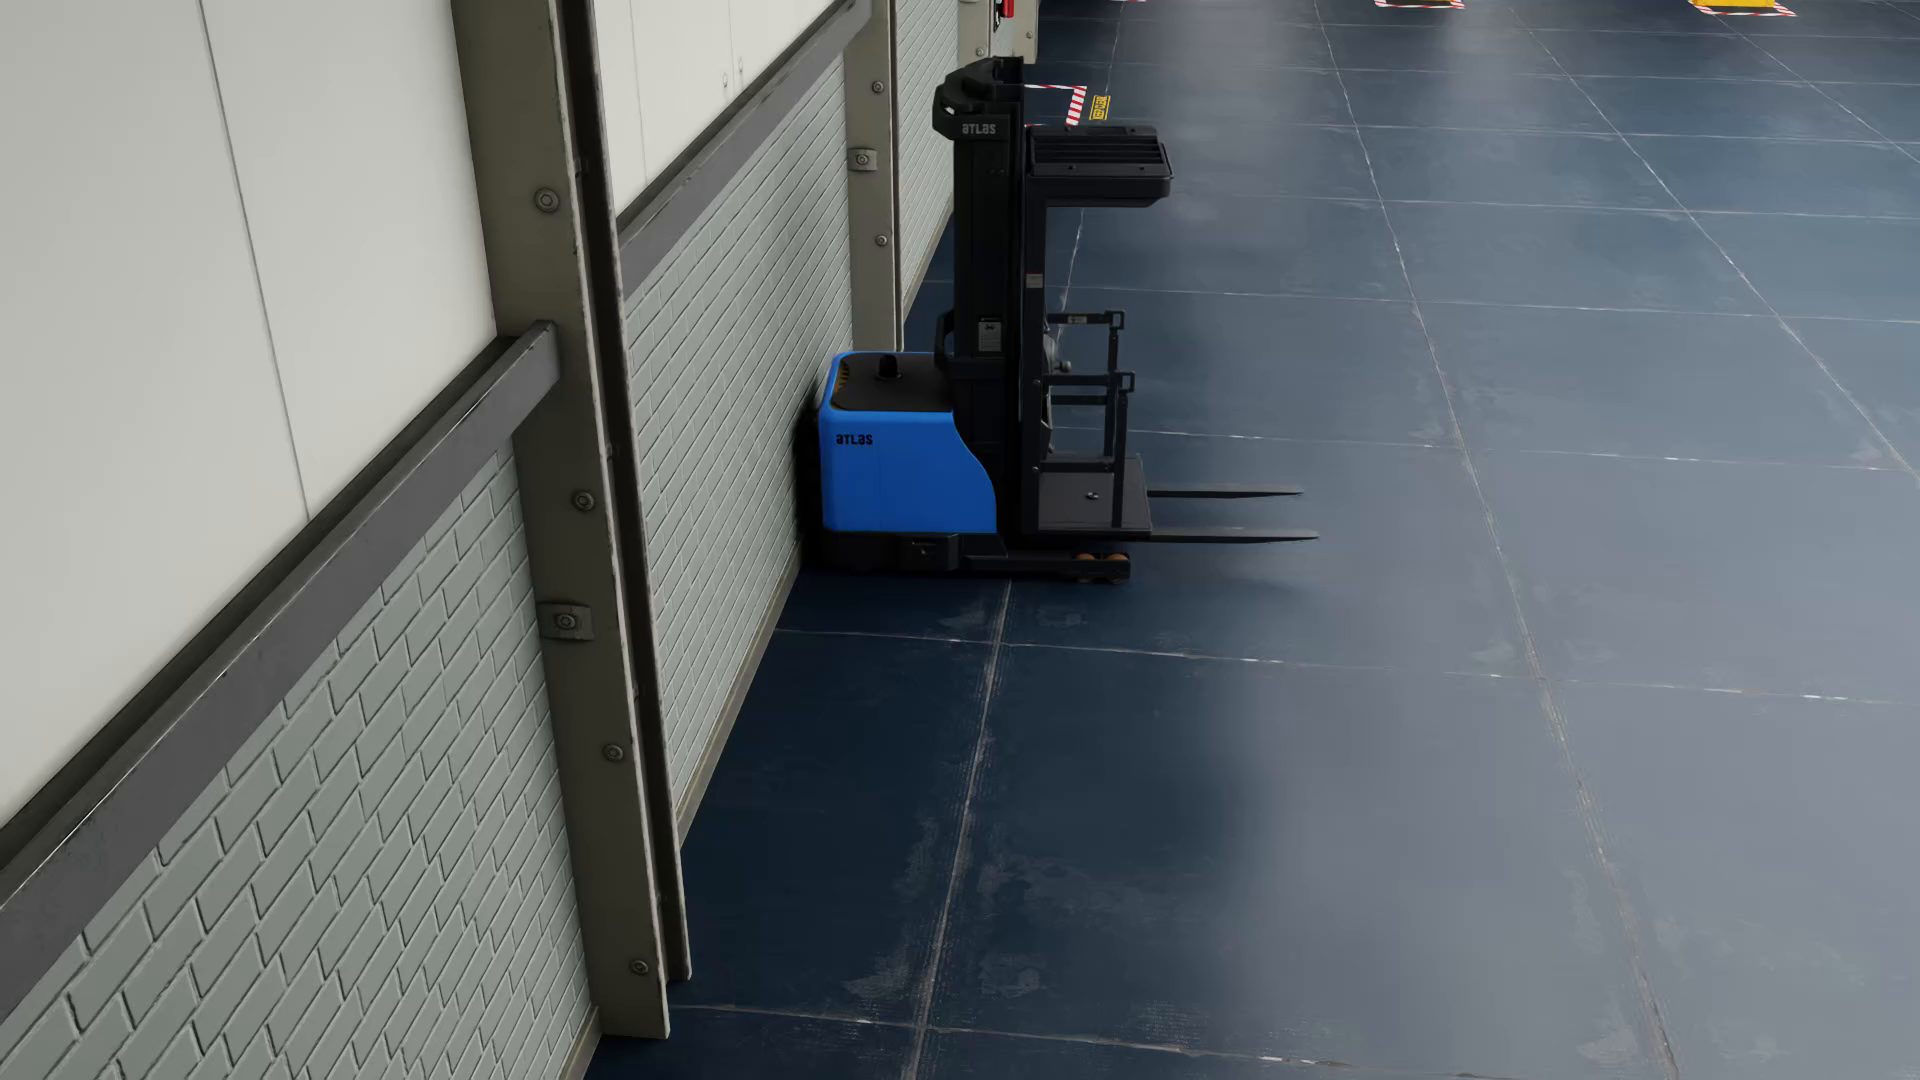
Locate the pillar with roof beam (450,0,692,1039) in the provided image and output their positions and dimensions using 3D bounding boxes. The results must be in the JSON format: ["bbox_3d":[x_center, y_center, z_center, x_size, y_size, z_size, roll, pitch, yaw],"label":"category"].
[{"bbox_3d":[2.950,-1.781,4.360,9.100,9.000,0.400,3,28,6],"label":"pillar with roof beam"}]

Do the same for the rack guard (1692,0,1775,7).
[{"bbox_3d":[12.186,-8.670,26.107,1.175,0.500,0.348,3,28,6],"label":"rack guard"}]

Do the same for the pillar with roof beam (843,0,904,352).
[{"bbox_3d":[3.685,-4.605,9.602,9.100,9.000,0.400,3,28,6],"label":"pillar with roof beam"}]

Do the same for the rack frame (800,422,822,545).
[{"bbox_3d":[-0.842,-0.368,10.267,0.240,0.900,0.006,-3,27,7],"label":"rack frame"}]

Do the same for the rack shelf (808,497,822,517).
[{"bbox_3d":[-0.814,-0.227,10.454,0.258,0.077,0.200,-3,27,7],"label":"rack shelf"}]

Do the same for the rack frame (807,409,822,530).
[{"bbox_3d":[-0.826,-0.463,10.447,0.240,0.900,0.006,-3,27,7],"label":"rack frame"}]

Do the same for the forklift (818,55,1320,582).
[{"bbox_3d":[0.684,-1.292,9.851,3.031,2.935,1.130,1,28,1],"label":"forklift"}]

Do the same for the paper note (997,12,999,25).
[{"bbox_3d":[0.452,-6.235,19.881,0.016,0.148,0.142,3,28,6],"label":"paper note"}]

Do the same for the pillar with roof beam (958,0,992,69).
[{"bbox_3d":[4.420,-7.429,14.845,9.100,9.000,0.400,3,28,6],"label":"pillar with roof beam"}]

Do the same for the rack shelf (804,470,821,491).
[{"bbox_3d":[-0.831,-0.386,10.372,0.258,0.077,0.200,-3,27,7],"label":"rack shelf"}]

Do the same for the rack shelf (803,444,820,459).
[{"bbox_3d":[-0.848,-0.545,10.290,0.258,0.077,0.200,-3,27,7],"label":"rack shelf"}]

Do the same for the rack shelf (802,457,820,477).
[{"bbox_3d":[-0.839,-0.466,10.331,0.258,0.077,0.200,-3,27,7],"label":"rack shelf"}]

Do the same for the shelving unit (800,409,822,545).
[{"bbox_3d":[-0.834,-0.416,10.357,0.258,0.900,0.210,-3,27,7],"label":"shelving unit"}]

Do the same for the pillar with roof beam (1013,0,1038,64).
[{"bbox_3d":[5.155,-10.254,20.087,9.100,9.000,0.400,3,28,6],"label":"pillar with roof beam"}]

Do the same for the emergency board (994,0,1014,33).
[{"bbox_3d":[0.542,-6.702,19.819,0.194,1.169,0.643,3,28,6],"label":"emergency board"}]

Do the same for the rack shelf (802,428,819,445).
[{"bbox_3d":[-0.856,-0.625,10.249,0.258,0.077,0.200,-3,27,7],"label":"rack shelf"}]

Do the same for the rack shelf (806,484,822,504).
[{"bbox_3d":[-0.822,-0.306,10.413,0.258,0.077,0.200,-3,27,7],"label":"rack shelf"}]
